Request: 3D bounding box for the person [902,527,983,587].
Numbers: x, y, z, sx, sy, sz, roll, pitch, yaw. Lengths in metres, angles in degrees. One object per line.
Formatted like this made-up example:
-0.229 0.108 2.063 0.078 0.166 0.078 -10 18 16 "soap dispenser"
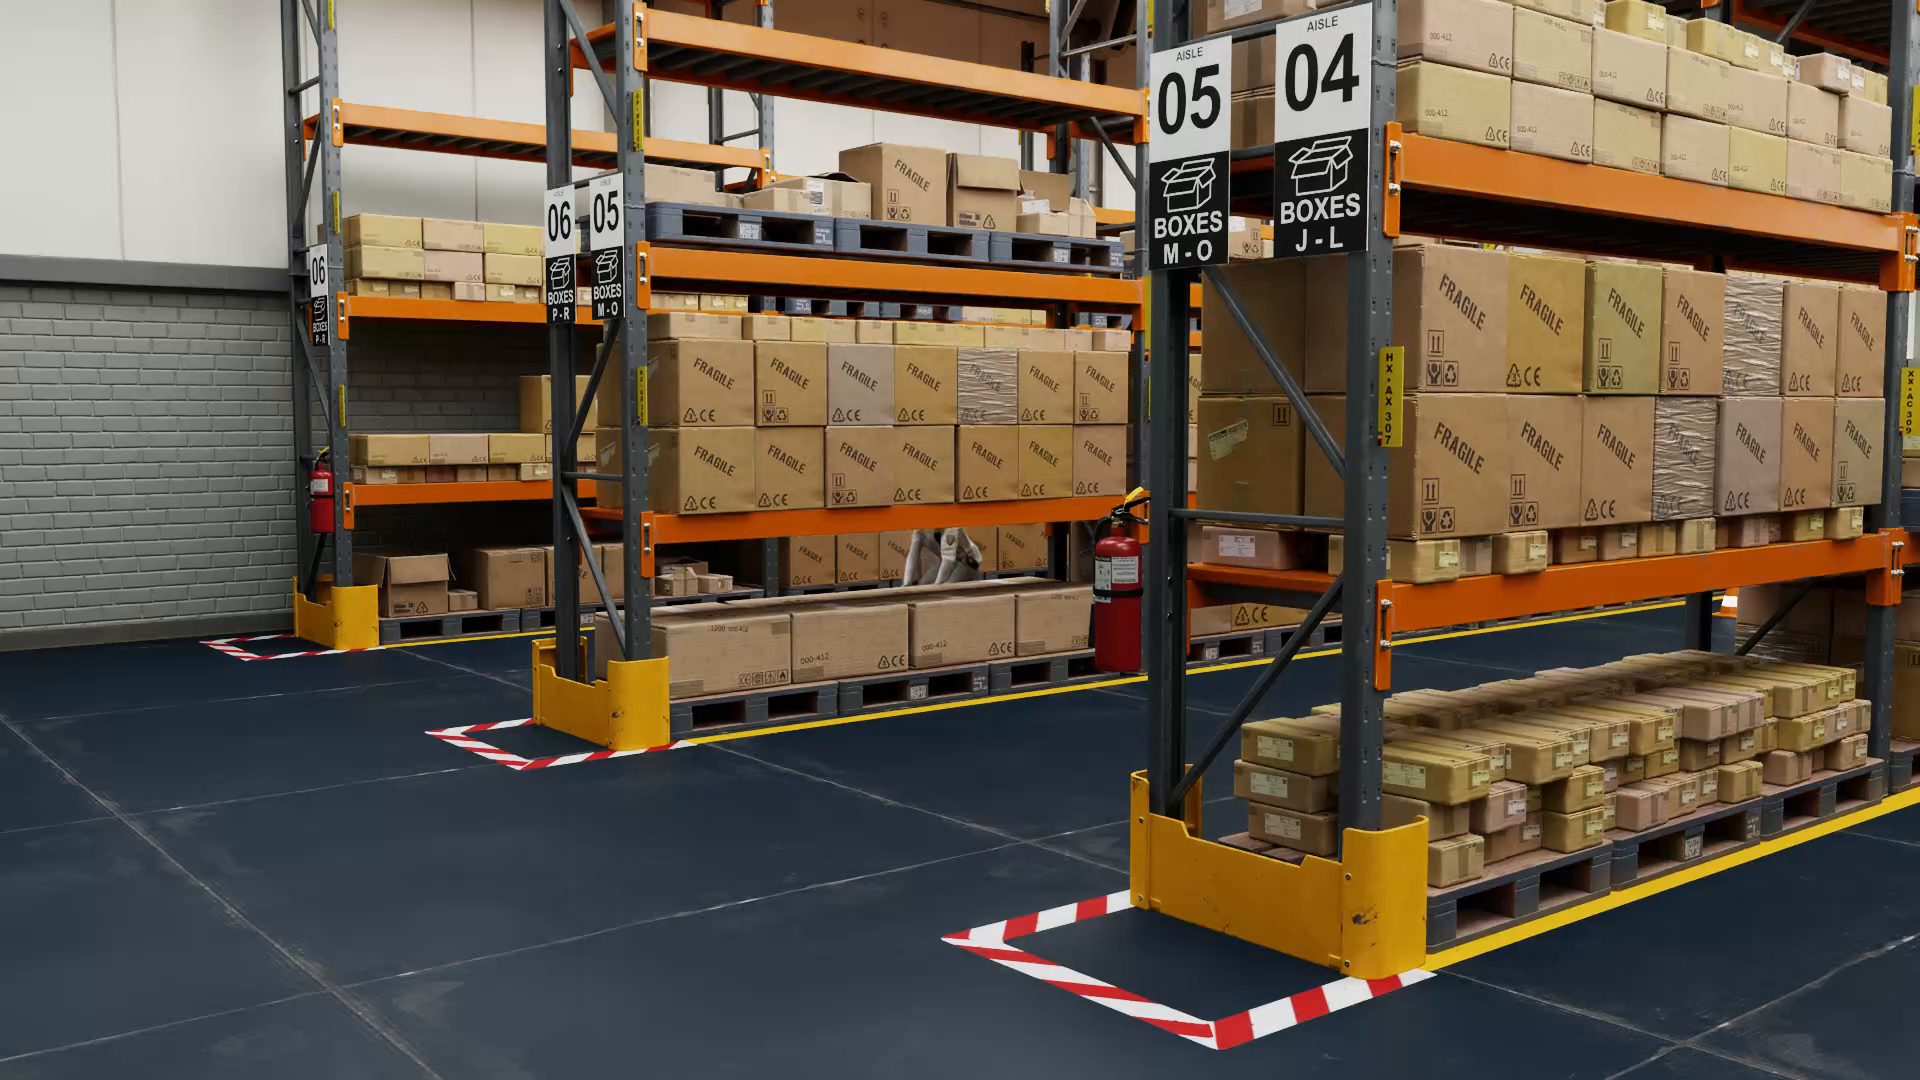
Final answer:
-0.154 0.243 13.246 0.765 1.263 0.531 -4 6 -39 "person"
